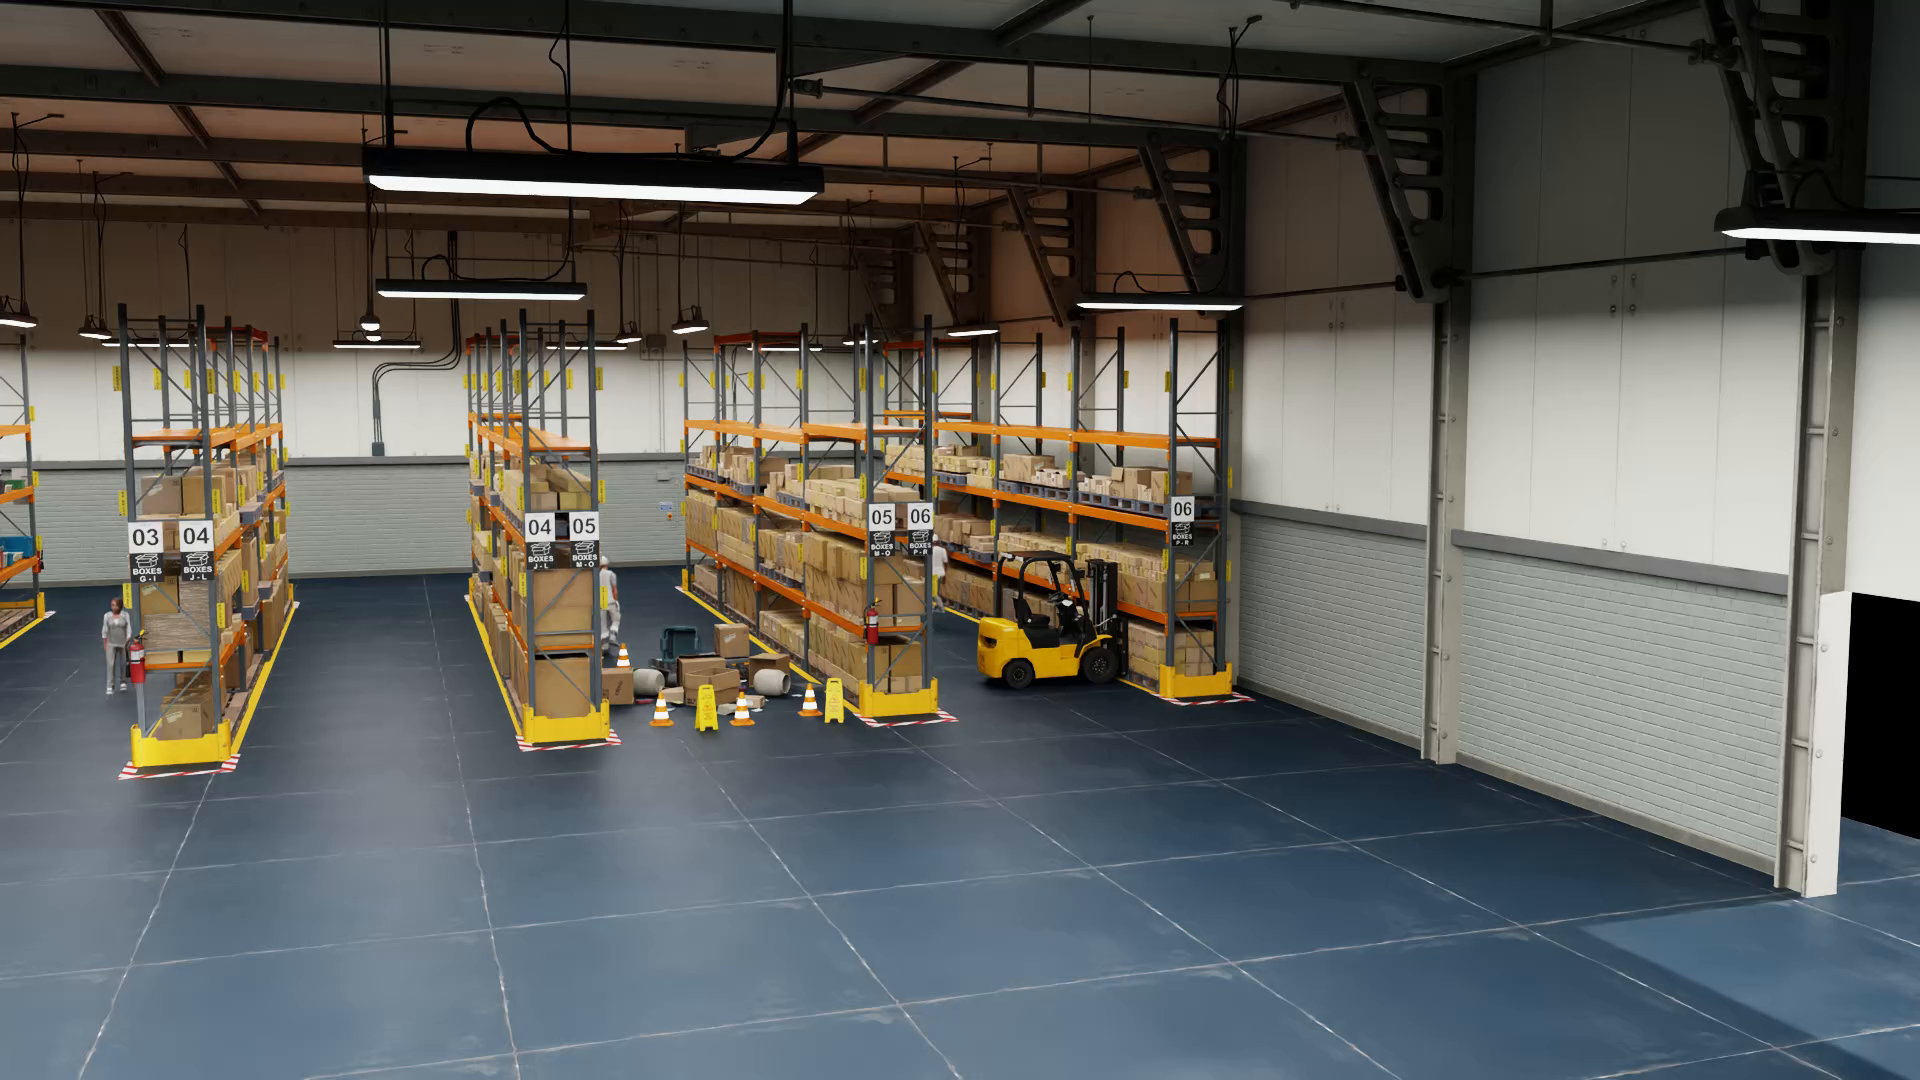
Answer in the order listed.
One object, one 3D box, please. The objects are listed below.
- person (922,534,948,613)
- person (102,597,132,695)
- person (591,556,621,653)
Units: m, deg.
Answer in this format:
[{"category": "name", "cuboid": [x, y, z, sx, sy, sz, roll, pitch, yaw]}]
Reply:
[{"category": "person", "cuboid": [-0.515, 0.716, 34.118, 0.622, 1.672, 0.632, -4, 7, -38]}, {"category": "person", "cuboid": [-13.467, 1.698, 26.575, 0.433, 1.532, 0.968, -3, 6, -29]}, {"category": "person", "cuboid": [-6.571, 1.192, 30.803, 0.579, 1.779, 0.550, -1, 5, -7]}]
